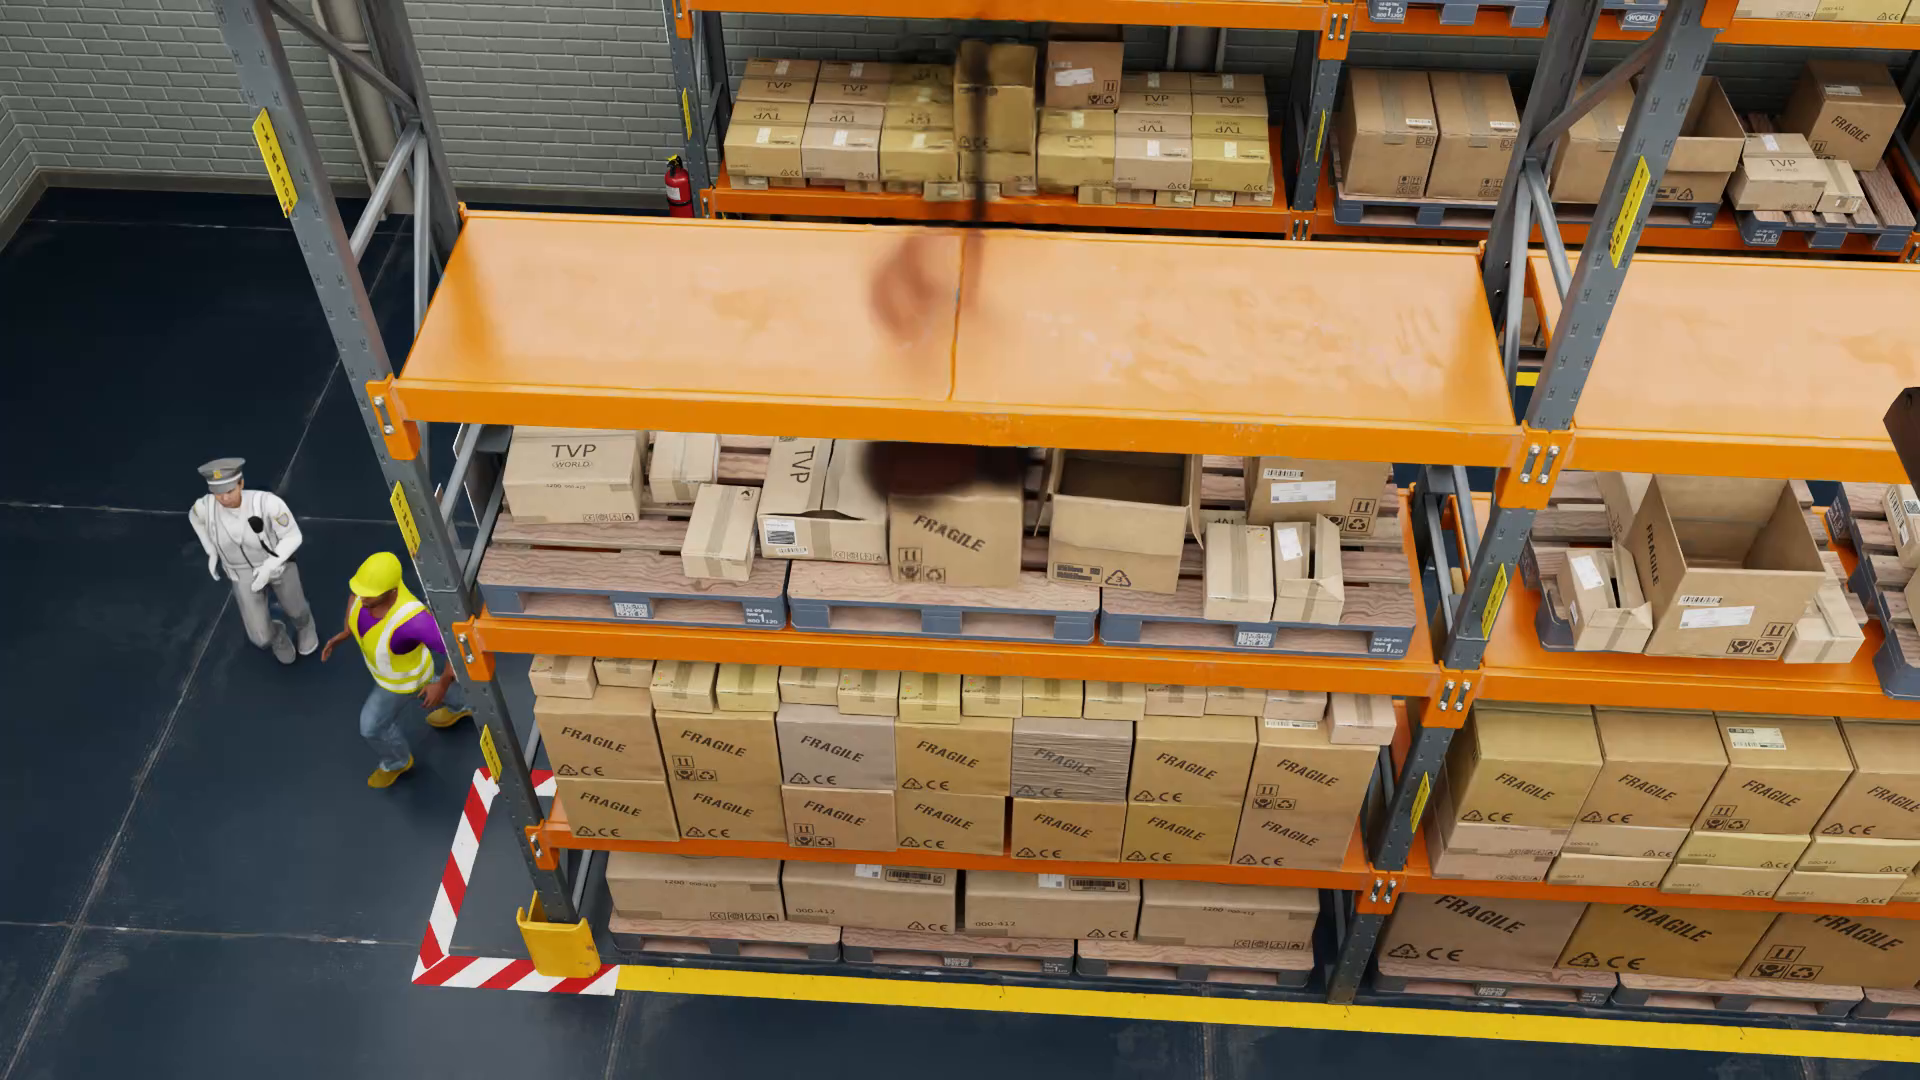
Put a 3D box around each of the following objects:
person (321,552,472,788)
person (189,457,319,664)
[{"bbox_3d":[-3.022,0.713,8.939,0.751,1.790,0.758,-27,53,-23],"label":"person"},{"bbox_3d":[-3.969,0.188,9.428,0.590,1.660,0.616,-12,49,-11],"label":"person"}]
